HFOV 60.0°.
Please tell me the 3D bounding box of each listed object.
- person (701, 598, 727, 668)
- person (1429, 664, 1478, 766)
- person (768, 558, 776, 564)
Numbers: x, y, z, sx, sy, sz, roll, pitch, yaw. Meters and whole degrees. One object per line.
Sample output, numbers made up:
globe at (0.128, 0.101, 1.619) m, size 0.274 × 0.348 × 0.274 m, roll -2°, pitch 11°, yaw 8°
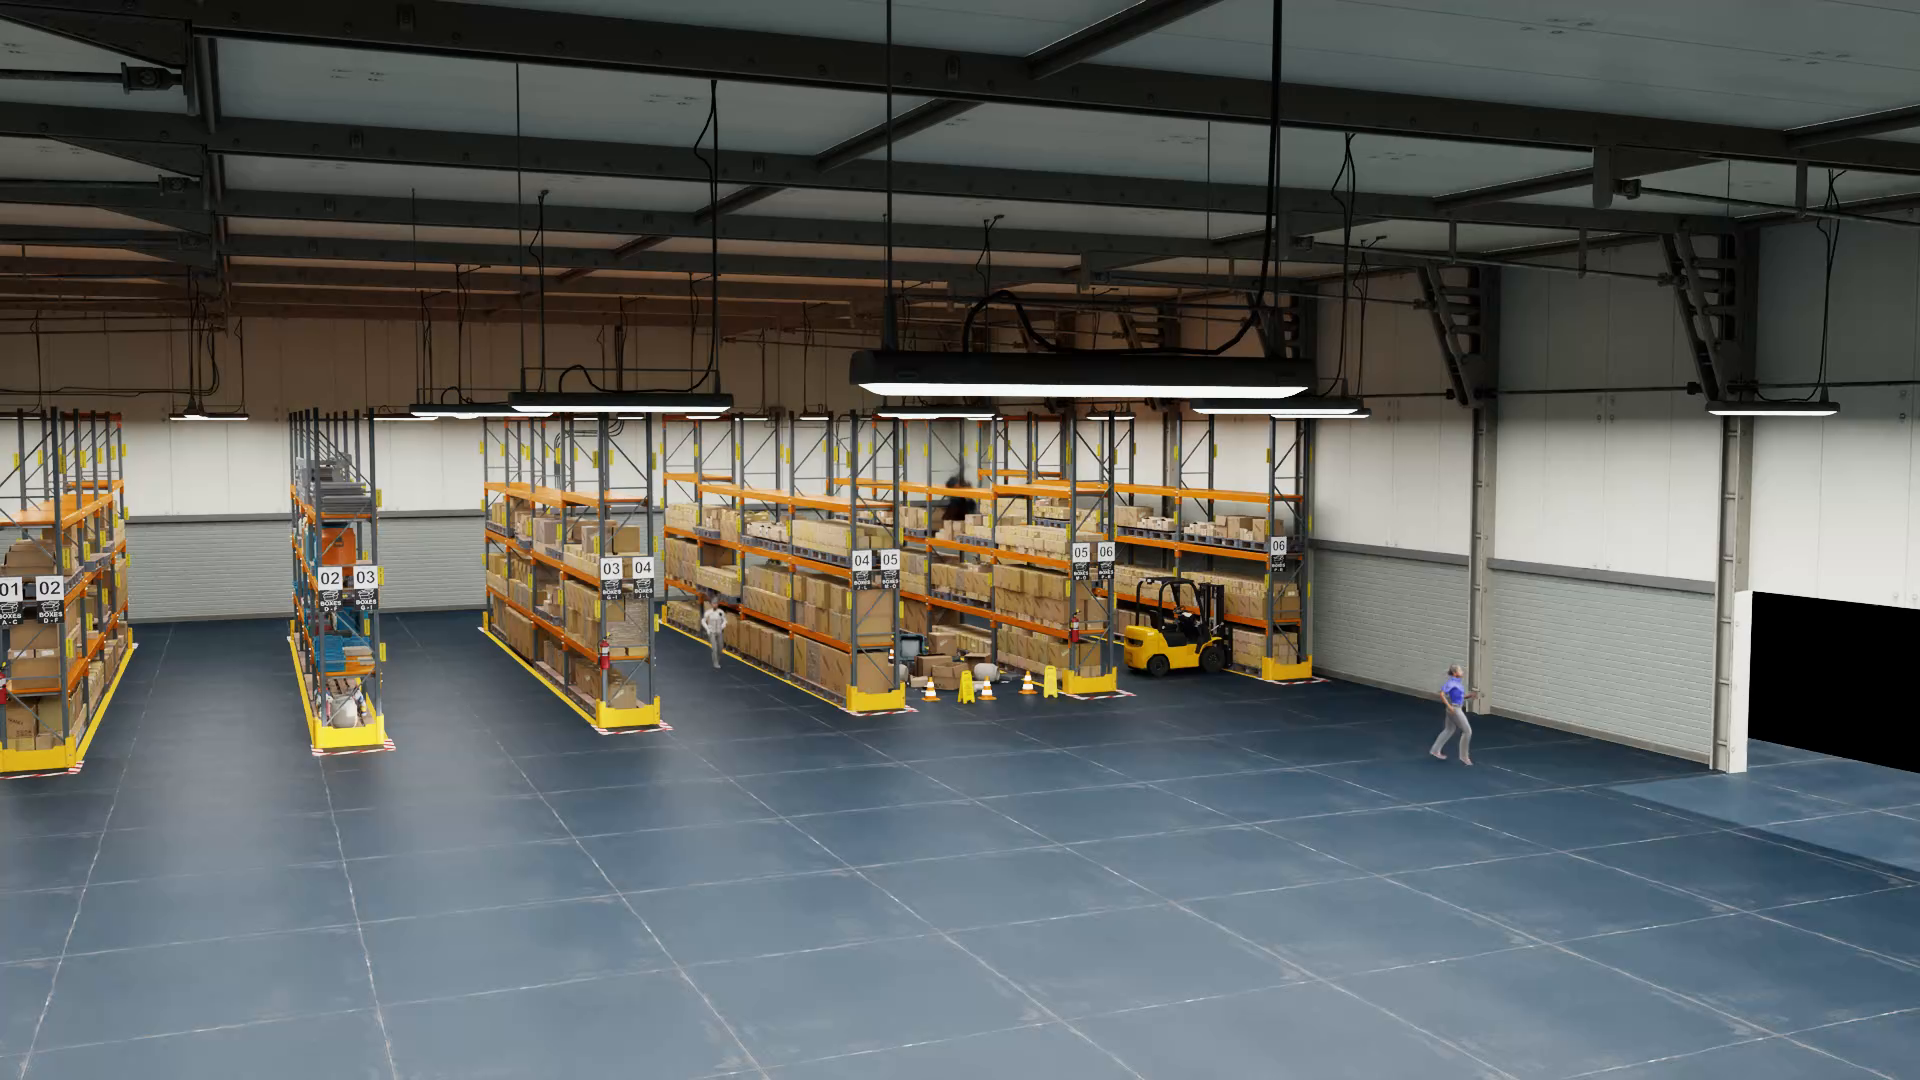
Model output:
person at (-5.756, 2.164, 39.011) m, size 0.606 × 1.654 × 0.599 m, roll -2°, pitch 4°, yaw -22°
person at (8.300, 2.947, 27.943) m, size 0.766 × 1.706 × 0.546 m, roll 1°, pitch 4°, yaw 14°
person at (-5.723, 1.303, 50.605) m, size 0.752 × 1.821 × 0.673 m, roll -1°, pitch 4°, yaw -19°
